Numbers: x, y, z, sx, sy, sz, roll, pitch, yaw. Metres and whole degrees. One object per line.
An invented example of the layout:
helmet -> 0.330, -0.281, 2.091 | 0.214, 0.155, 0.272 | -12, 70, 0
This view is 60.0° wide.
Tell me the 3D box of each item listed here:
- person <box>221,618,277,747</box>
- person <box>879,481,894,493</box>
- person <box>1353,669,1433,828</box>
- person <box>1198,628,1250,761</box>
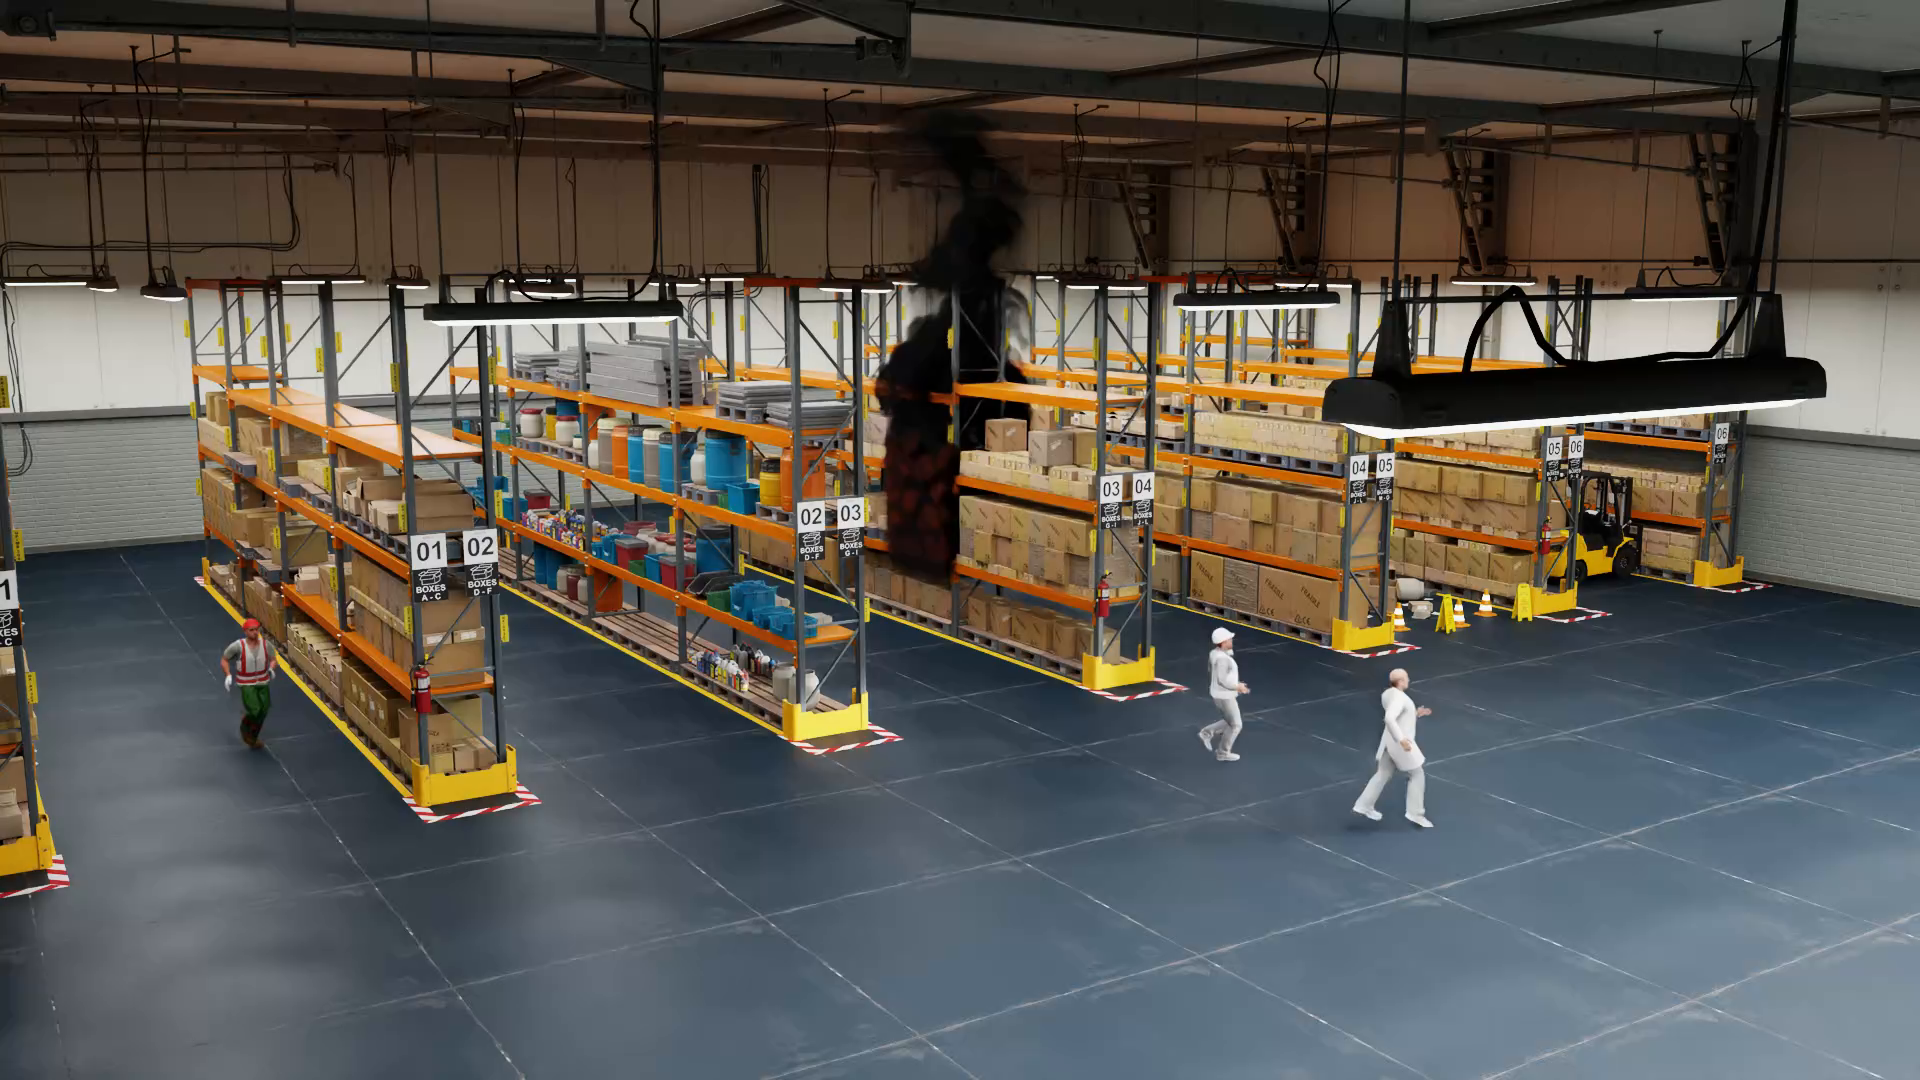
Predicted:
person -> -9.160, 1.874, 21.580 | 0.659, 1.737, 0.677 | -9, 13, -44
person -> -1.920, -1.531, 42.253 | 1.031, 1.554, 0.672 | 2, 10, 13
person -> 4.889, 2.345, 18.671 | 0.903, 1.837, 0.677 | -2, 10, -12
person -> 3.360, 1.962, 21.159 | 0.607, 1.722, 0.656 | 0, 10, 1
